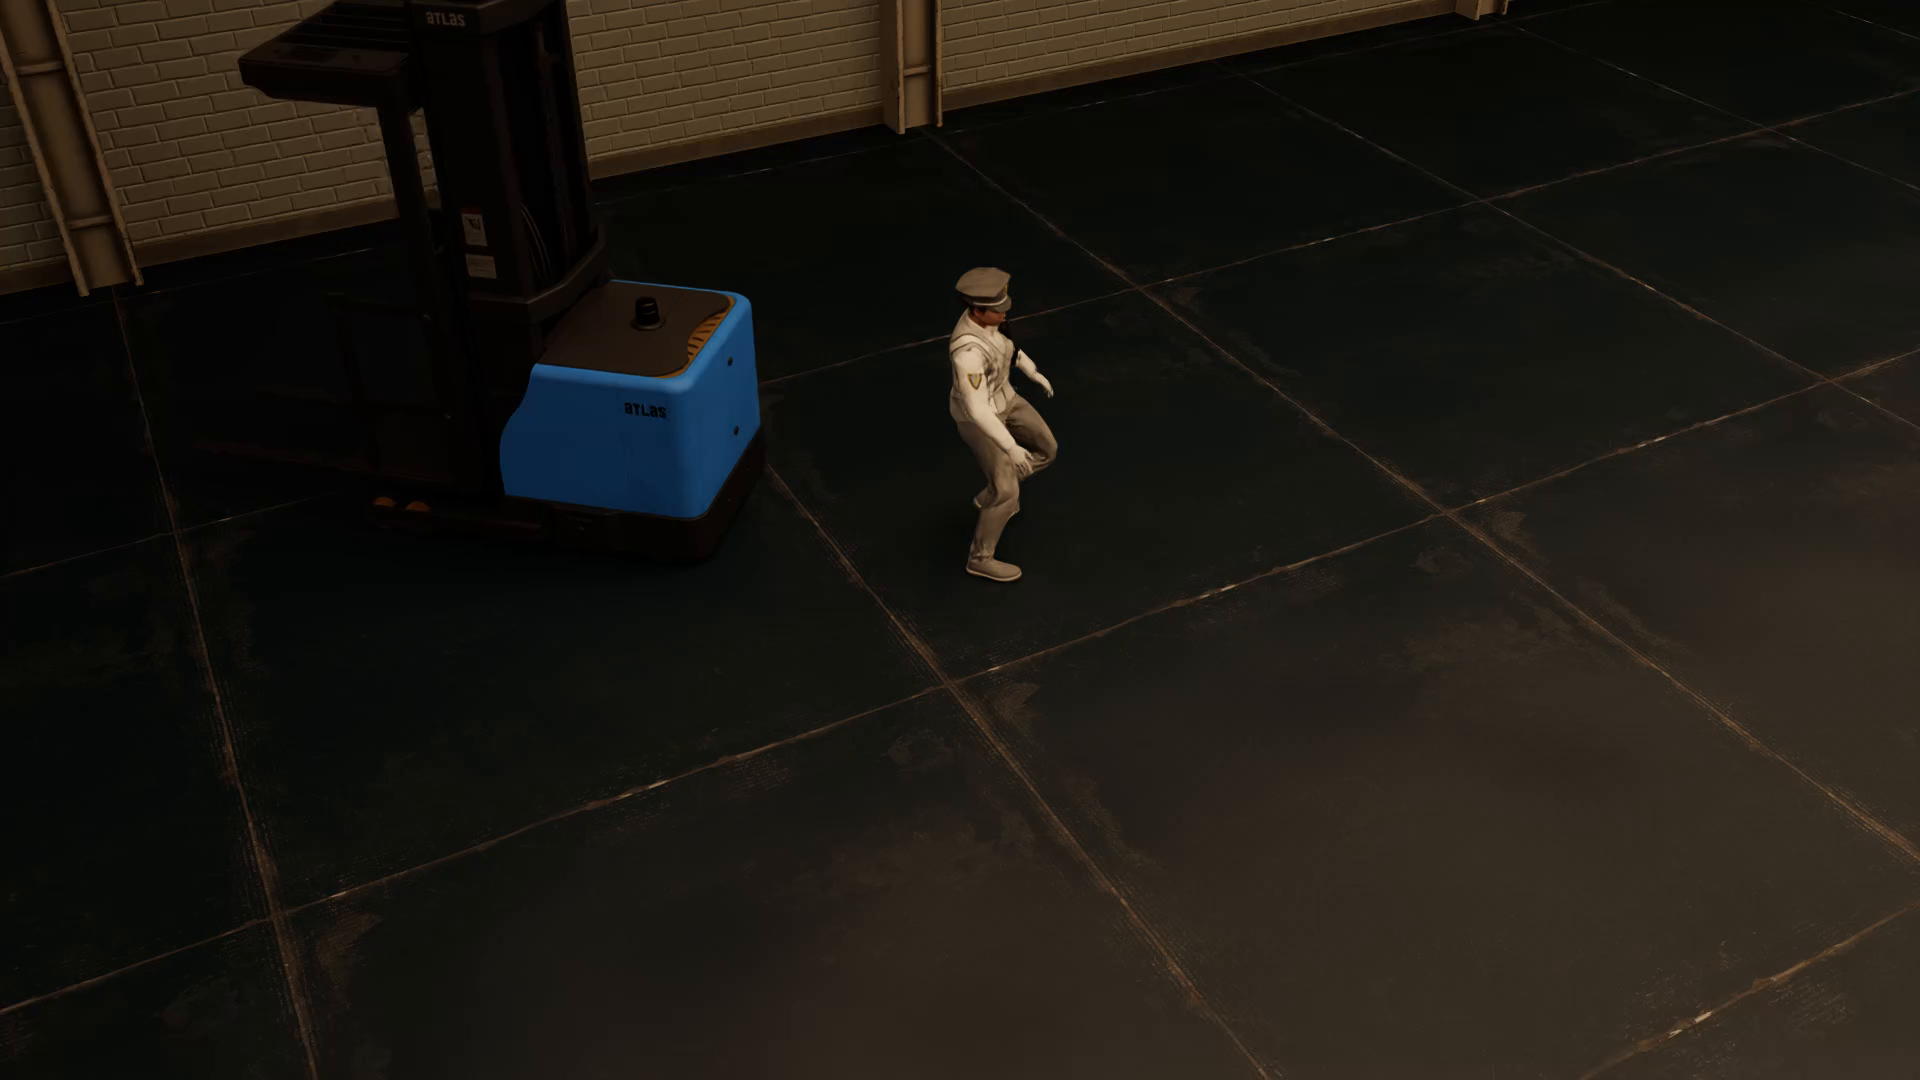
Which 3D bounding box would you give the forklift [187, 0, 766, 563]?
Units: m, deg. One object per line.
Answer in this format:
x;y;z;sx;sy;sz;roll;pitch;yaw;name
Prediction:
-2.639;-1.520;8.273;3.031;2.935;1.130;8;36;11;forklift

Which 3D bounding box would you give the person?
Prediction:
0.212;-0.608;8.182;0.555;1.538;0.716;13;37;18;person
